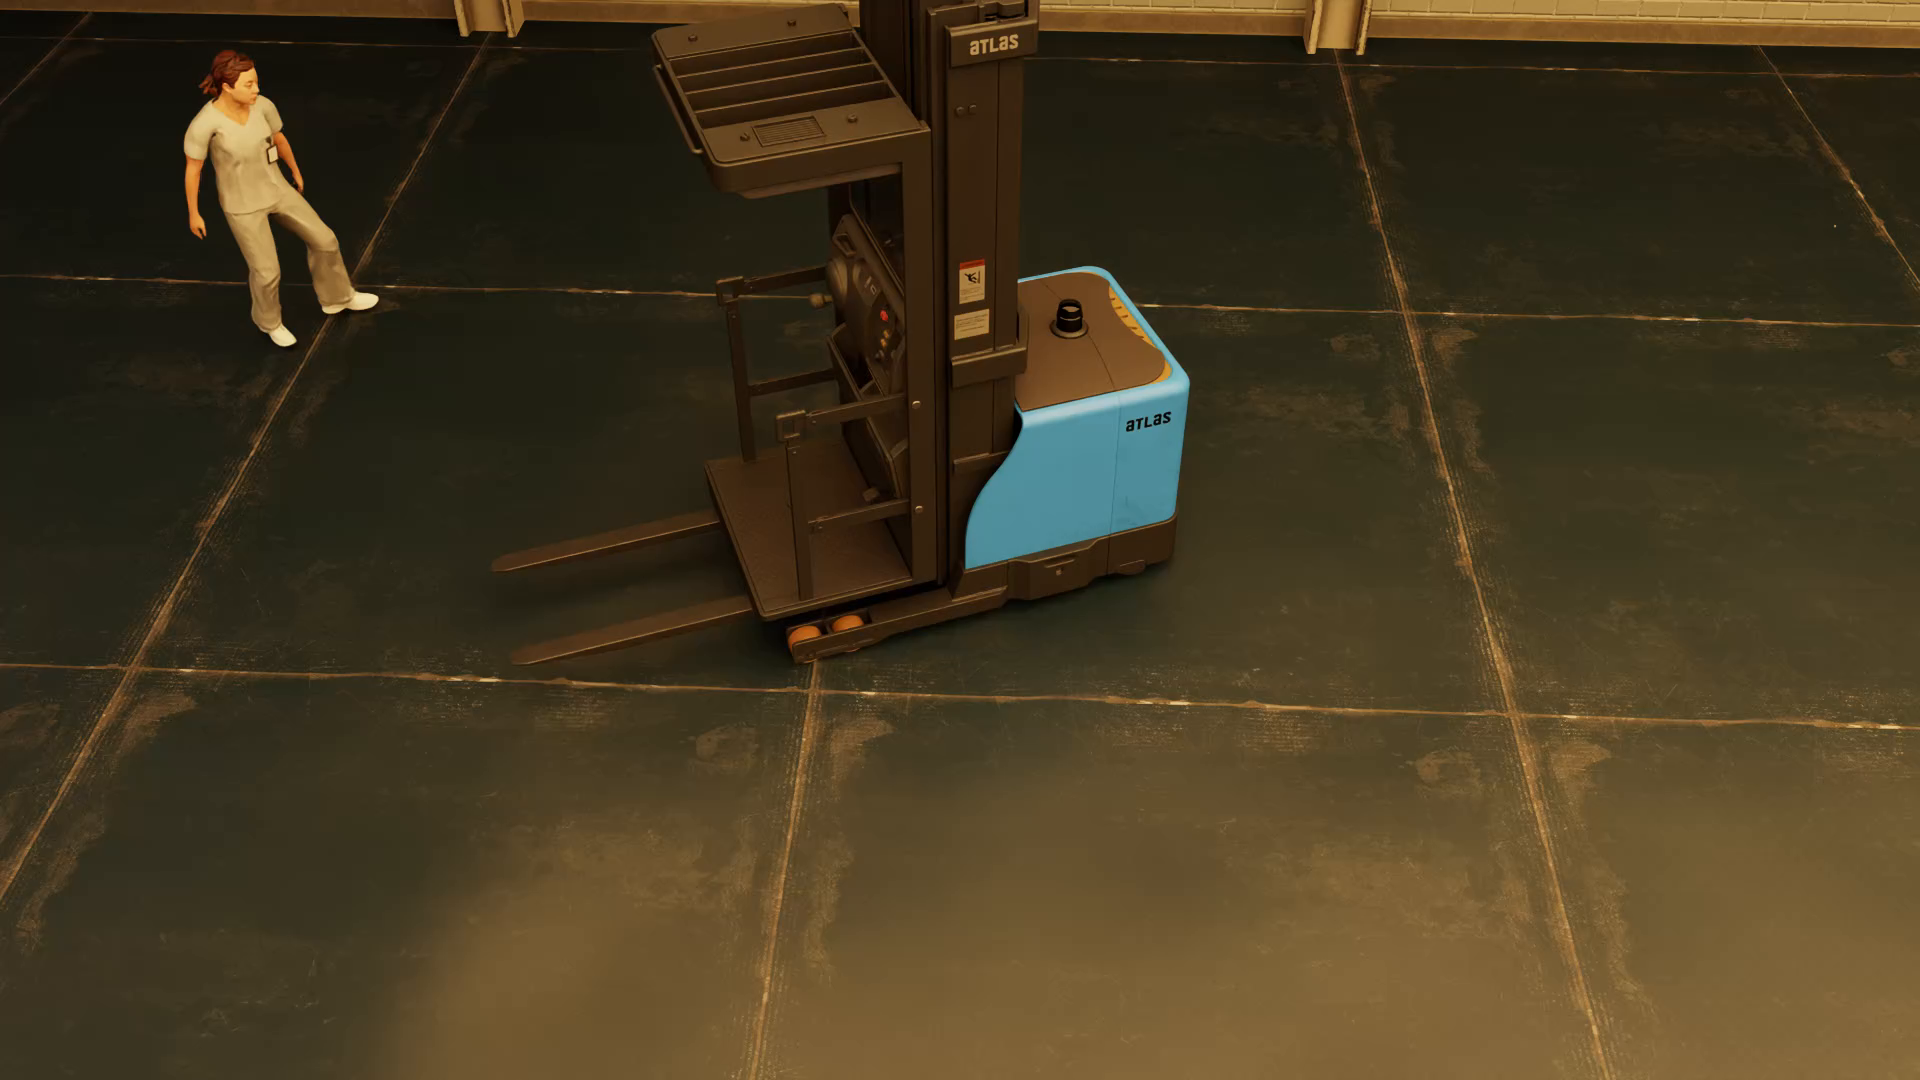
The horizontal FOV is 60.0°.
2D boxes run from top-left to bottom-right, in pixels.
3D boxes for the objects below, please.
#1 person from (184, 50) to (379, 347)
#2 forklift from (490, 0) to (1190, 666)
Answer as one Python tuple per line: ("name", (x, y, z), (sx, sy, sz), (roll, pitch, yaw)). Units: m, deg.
("person", (-3.608, -1.778, 8.604), (0.392, 1.638, 0.788), (27, 49, 27))
("forklift", (-0.573, -0.945, 6.778), (3.031, 2.935, 1.130), (-13, 44, -14))
